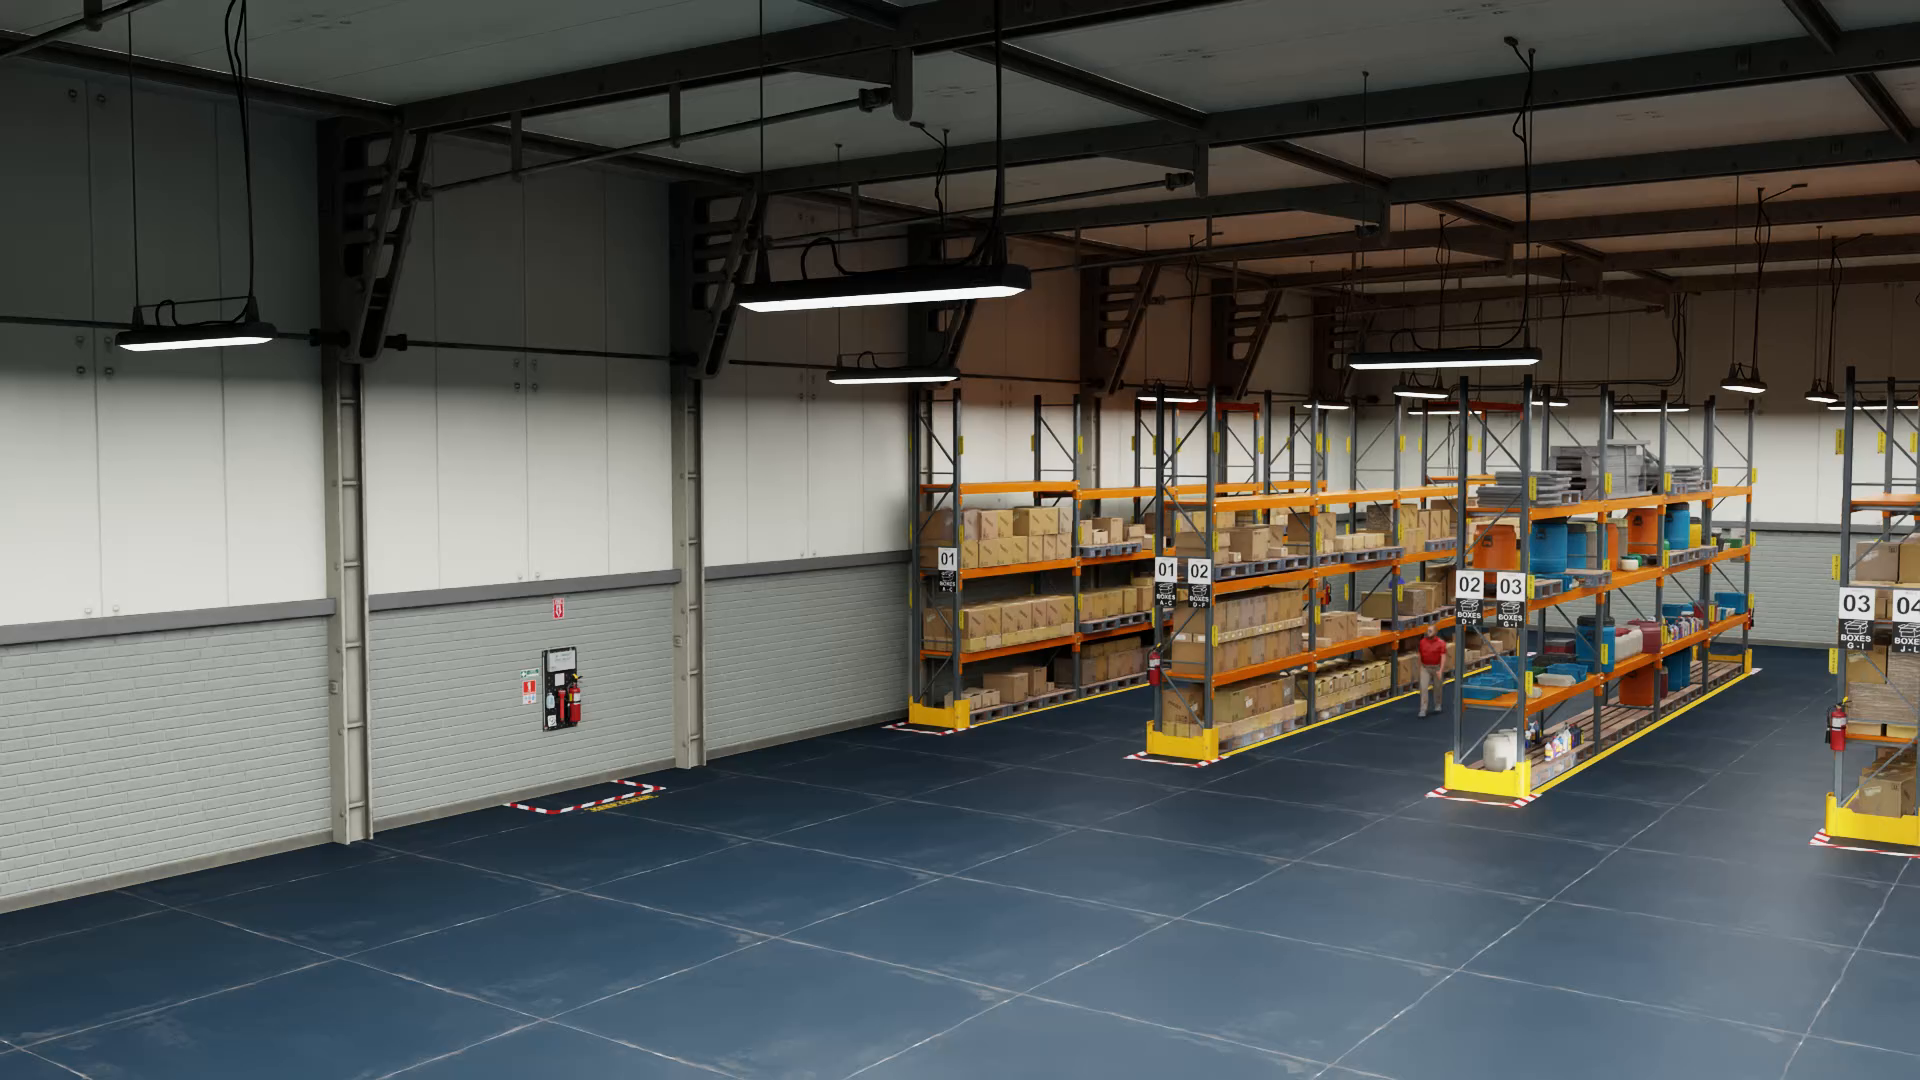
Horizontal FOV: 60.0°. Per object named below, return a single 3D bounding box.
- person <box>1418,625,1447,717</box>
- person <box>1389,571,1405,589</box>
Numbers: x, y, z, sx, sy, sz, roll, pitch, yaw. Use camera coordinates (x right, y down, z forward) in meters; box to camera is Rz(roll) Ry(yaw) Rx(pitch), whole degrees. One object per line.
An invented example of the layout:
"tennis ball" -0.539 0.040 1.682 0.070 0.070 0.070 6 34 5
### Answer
"person" 8.715 2.390 30.696 0.520 1.650 1.103 1 3 20
"person" 12.016 1.597 45.479 0.419 1.598 1.007 -2 4 -31
